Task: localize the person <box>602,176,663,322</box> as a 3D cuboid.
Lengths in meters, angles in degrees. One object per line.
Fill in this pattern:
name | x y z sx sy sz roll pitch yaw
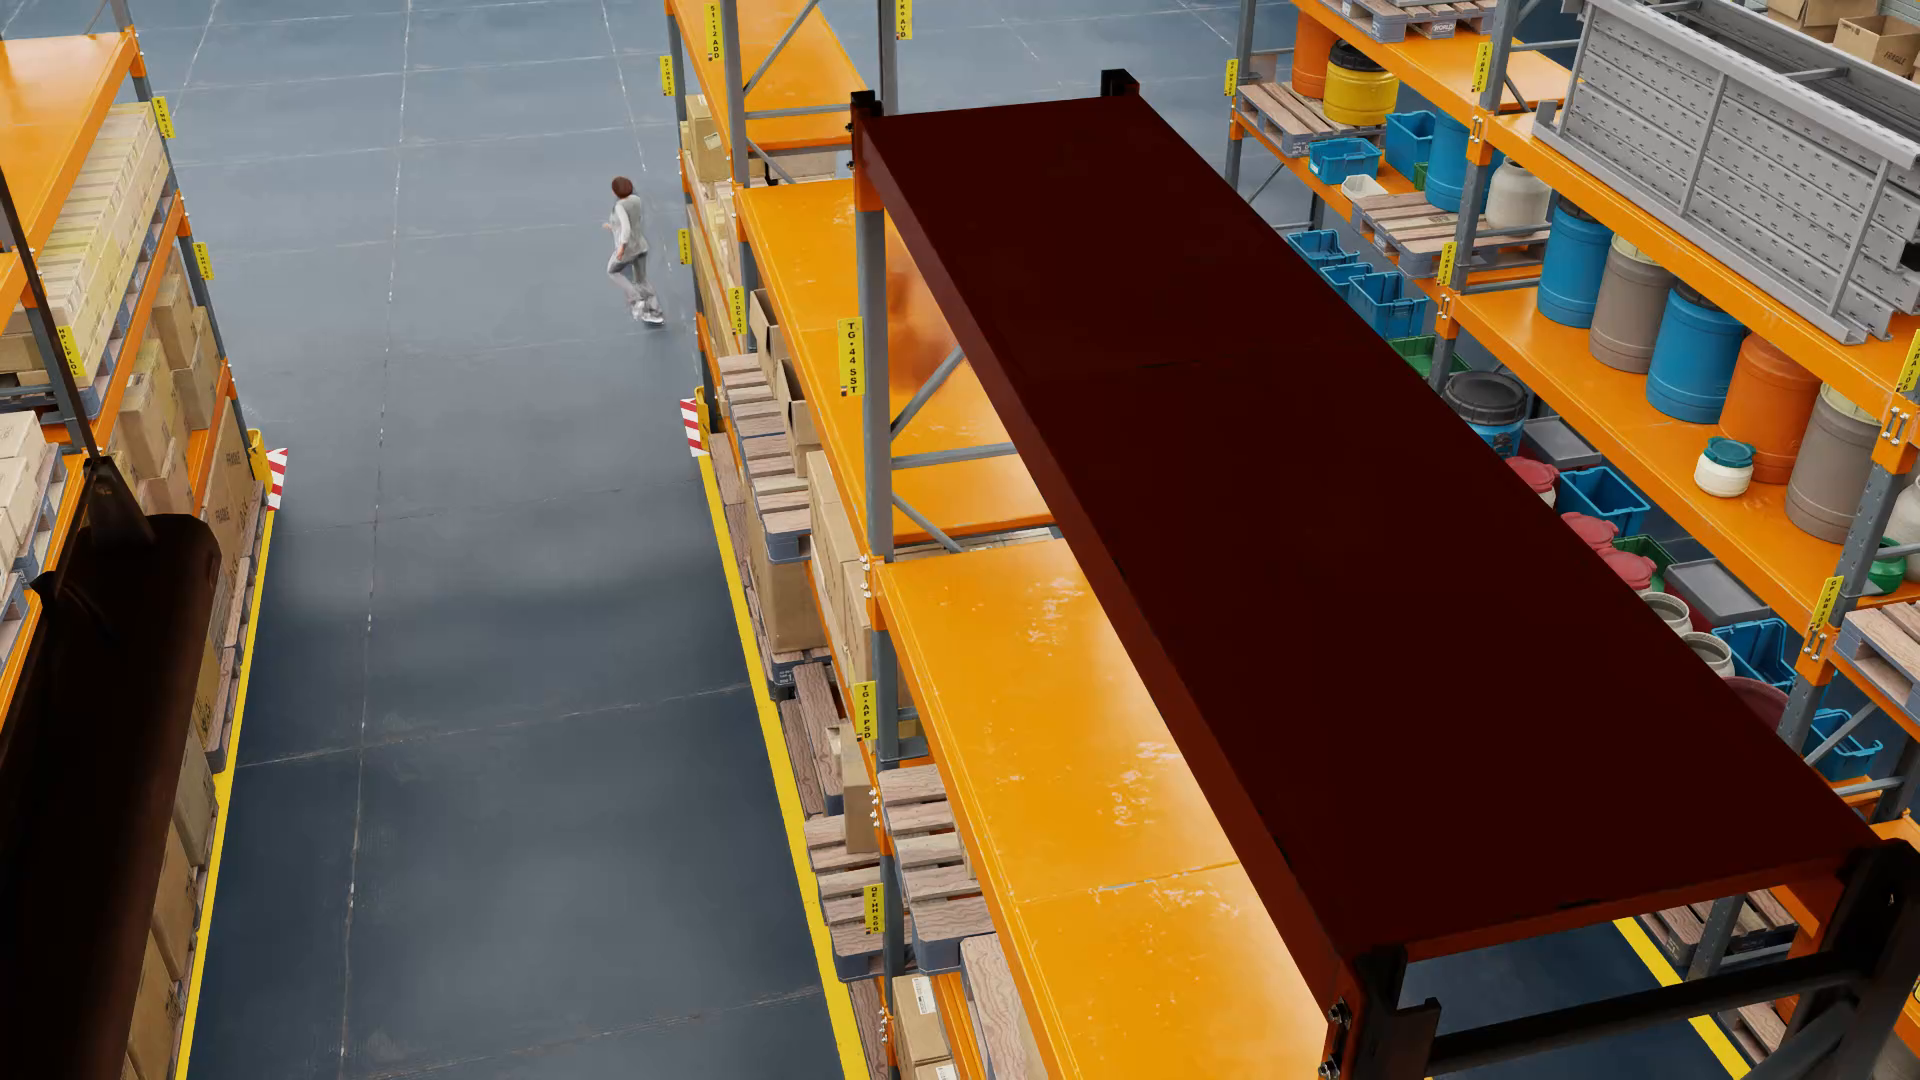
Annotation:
person | -3.398 -2.978 17.032 0.694 1.559 0.508 19 39 25
